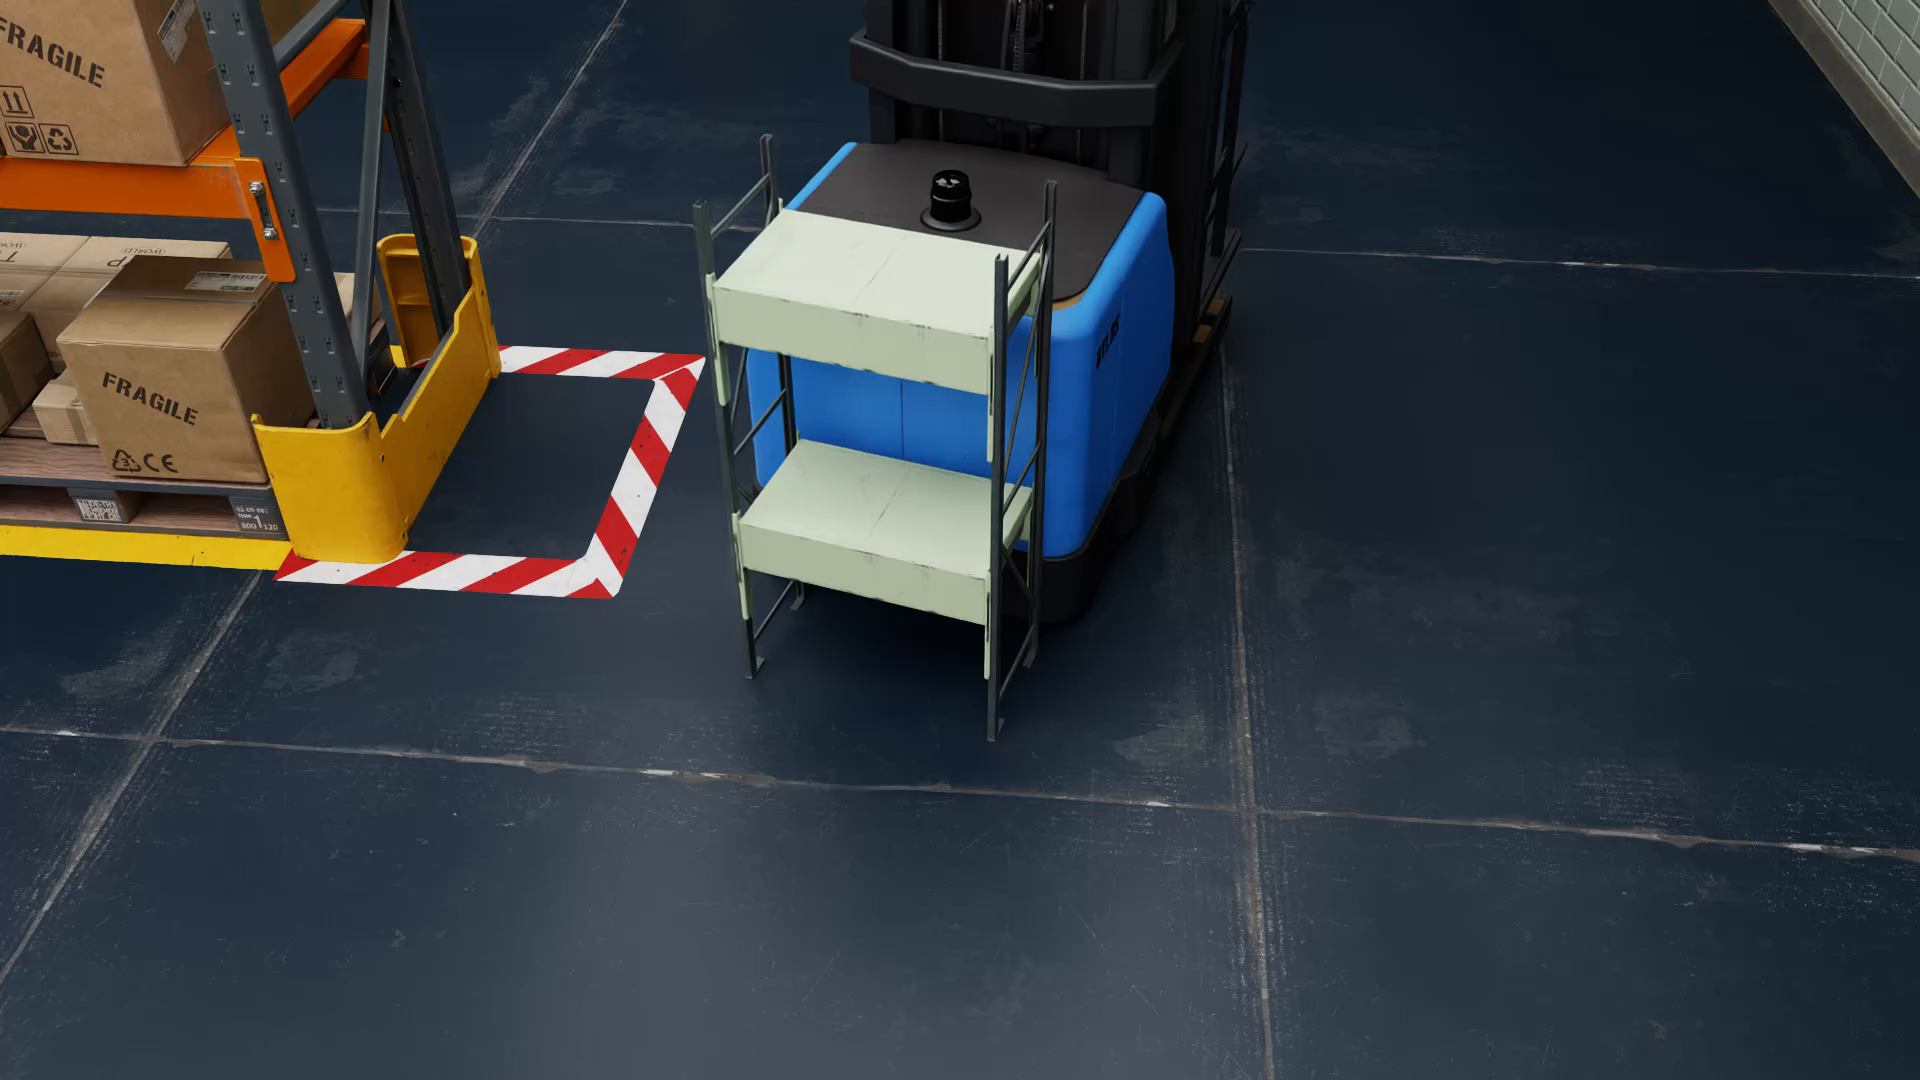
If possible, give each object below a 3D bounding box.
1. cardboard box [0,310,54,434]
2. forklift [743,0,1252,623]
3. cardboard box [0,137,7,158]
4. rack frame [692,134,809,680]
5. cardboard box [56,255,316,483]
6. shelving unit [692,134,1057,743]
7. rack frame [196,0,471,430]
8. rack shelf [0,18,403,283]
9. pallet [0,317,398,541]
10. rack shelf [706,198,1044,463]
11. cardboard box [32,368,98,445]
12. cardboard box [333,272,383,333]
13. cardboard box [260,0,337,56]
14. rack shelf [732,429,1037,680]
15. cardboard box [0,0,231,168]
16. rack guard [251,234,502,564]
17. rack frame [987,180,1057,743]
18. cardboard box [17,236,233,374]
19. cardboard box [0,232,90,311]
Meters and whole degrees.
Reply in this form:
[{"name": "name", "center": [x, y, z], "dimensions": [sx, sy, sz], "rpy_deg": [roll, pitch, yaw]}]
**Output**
[{"name": "cardboard box", "center": [-3.304, -0.508, 5.327], "dimensions": [0.500, 0.250, 0.500], "rpy_deg": [3, 39, 4]}, {"name": "forklift", "center": [0.362, -1.830, 5.176], "dimensions": [1.130, 2.935, 3.031], "rpy_deg": [13, 41, 16]}, {"name": "cardboard box", "center": [-2.784, -1.376, 4.486], "dimensions": [0.500, 0.500, 0.500], "rpy_deg": [3, 39, 4]}, {"name": "rack frame", "center": [-0.537, -0.301, 4.432], "dimensions": [0.023, 1.500, 0.400], "rpy_deg": [13, 41, 15]}, {"name": "cardboard box", "center": [-2.360, -0.534, 5.162], "dimensions": [0.500, 0.500, 0.500], "rpy_deg": [3, 39, 4]}, {"name": "shelving unit", "center": [-0.193, -0.223, 4.336], "dimensions": [0.755, 1.500, 0.431], "rpy_deg": [13, 41, 15]}, {"name": "rack frame", "center": [-1.797, -1.458, 4.665], "dimensions": [0.127, 3.000, 1.000], "rpy_deg": [3, 39, 4]}, {"name": "rack shelf", "center": [-3.790, -1.288, 5.026], "dimensions": [4.000, 0.370, 1.077], "rpy_deg": [3, 39, 4]}, {"name": "pallet", "center": [-2.667, -0.424, 5.603], "dimensions": [1.213, 0.211, 1.003], "rpy_deg": [3, 39, 4]}, {"name": "rack shelf", "center": [-0.193, -0.526, 4.090], "dimensions": [0.720, 0.370, 0.431], "rpy_deg": [13, 41, 15]}, {"name": "cardboard box", "center": [-2.756, -0.483, 5.364], "dimensions": [0.250, 0.166, 0.380], "rpy_deg": [3, 39, 4]}, {"name": "cardboard box", "center": [-2.185, -0.762, 5.720], "dimensions": [0.250, 0.149, 0.380], "rpy_deg": [3, 39, 4]}, {"name": "cardboard box", "center": [-2.217, -1.687, 4.867], "dimensions": [0.500, 0.500, 0.500], "rpy_deg": [4, 39, 5]}, {"name": "rack shelf", "center": [-0.193, 0.029, 4.542], "dimensions": [0.720, 0.370, 0.431], "rpy_deg": [13, 41, 15]}, {"name": "cardboard box", "center": [-2.267, -1.350, 4.454], "dimensions": [0.500, 0.500, 0.500], "rpy_deg": [4, 39, 5]}, {"name": "rack guard", "center": [-1.873, -0.493, 5.460], "dimensions": [0.348, 0.500, 1.175], "rpy_deg": [3, 39, 4]}, {"name": "rack frame", "center": [0.152, -0.146, 4.241], "dimensions": [0.023, 1.500, 0.400], "rpy_deg": [13, 41, 15]}, {"name": "cardboard box", "center": [-2.813, -0.798, 5.684], "dimensions": [0.500, 0.250, 0.500], "rpy_deg": [3, 39, 4]}, {"name": "cardboard box", "center": [-3.311, -0.825, 5.717], "dimensions": [0.500, 0.250, 0.500], "rpy_deg": [3, 39, 4]}]
